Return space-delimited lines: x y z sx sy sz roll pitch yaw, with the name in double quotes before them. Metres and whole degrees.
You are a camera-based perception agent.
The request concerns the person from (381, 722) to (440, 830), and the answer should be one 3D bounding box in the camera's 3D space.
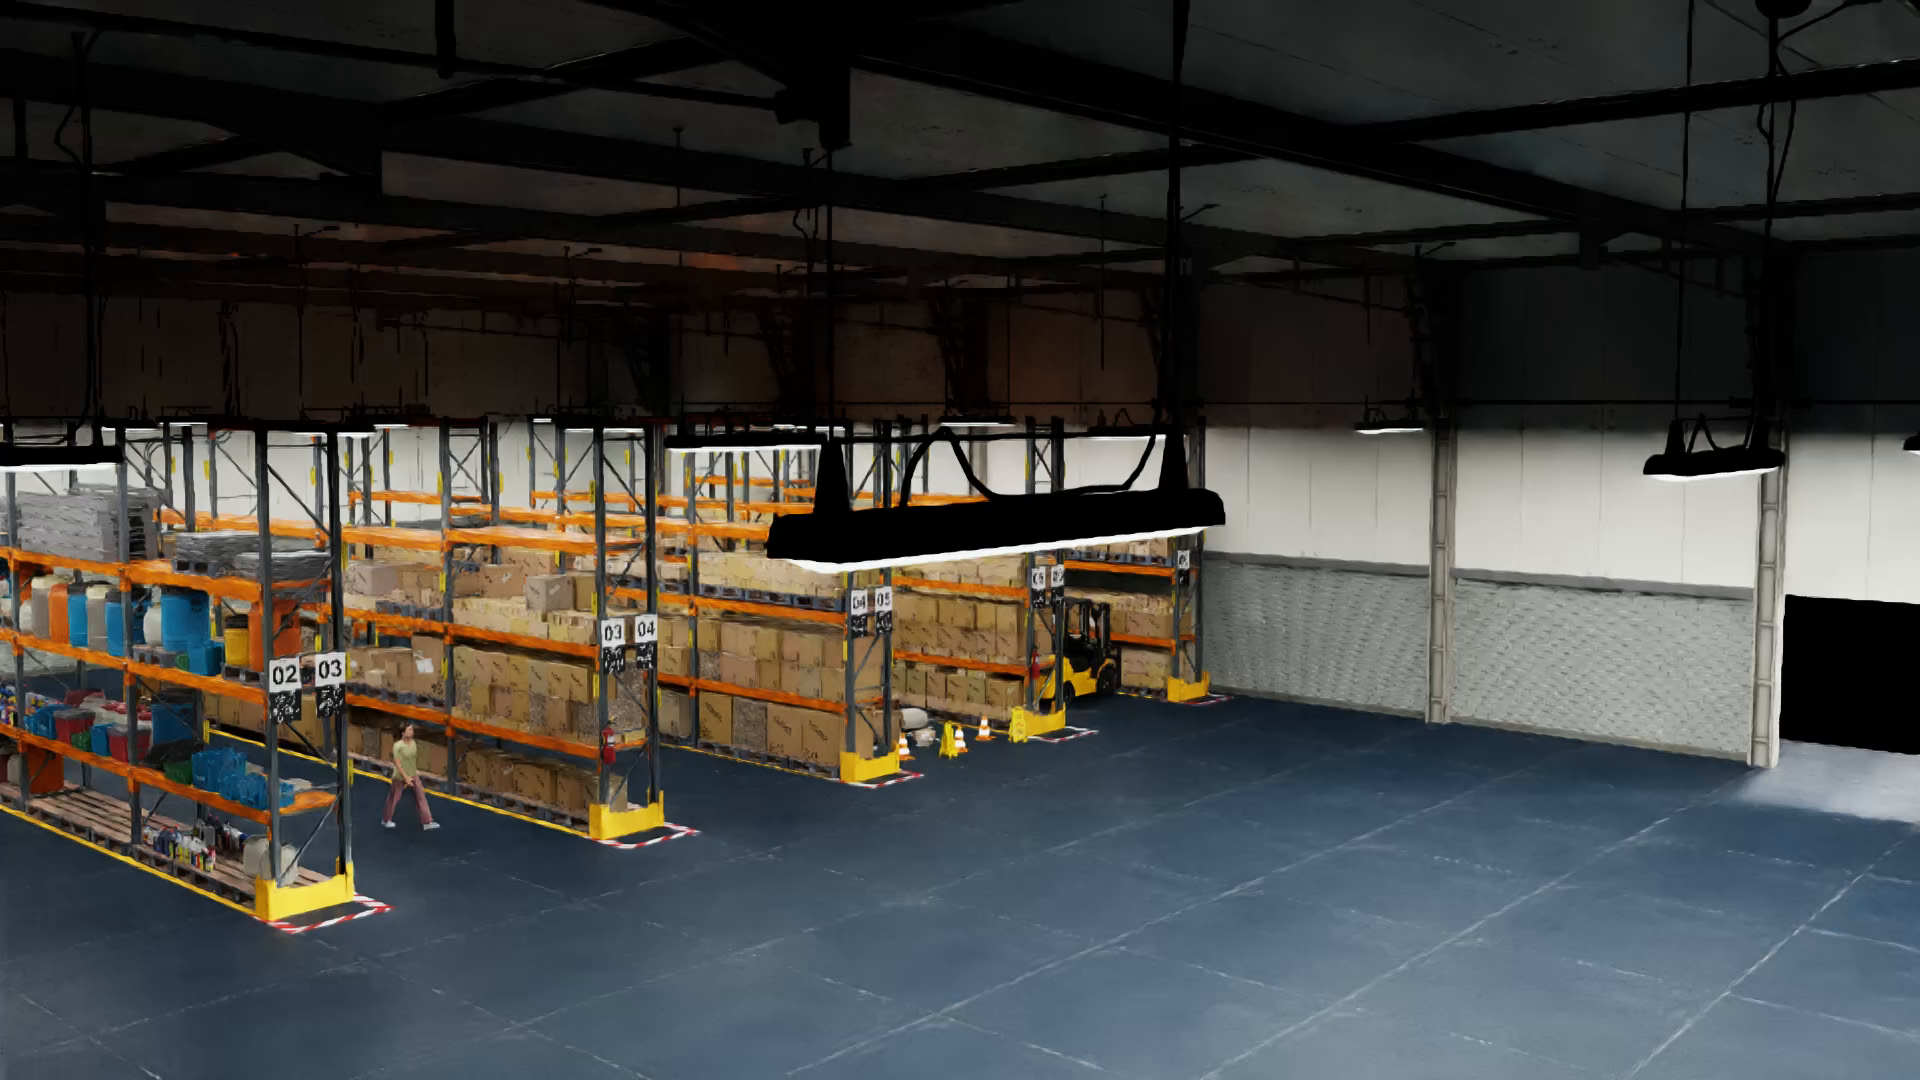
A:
"person" -8.172 3.476 24.540 1.018 1.604 0.446 3 6 32
